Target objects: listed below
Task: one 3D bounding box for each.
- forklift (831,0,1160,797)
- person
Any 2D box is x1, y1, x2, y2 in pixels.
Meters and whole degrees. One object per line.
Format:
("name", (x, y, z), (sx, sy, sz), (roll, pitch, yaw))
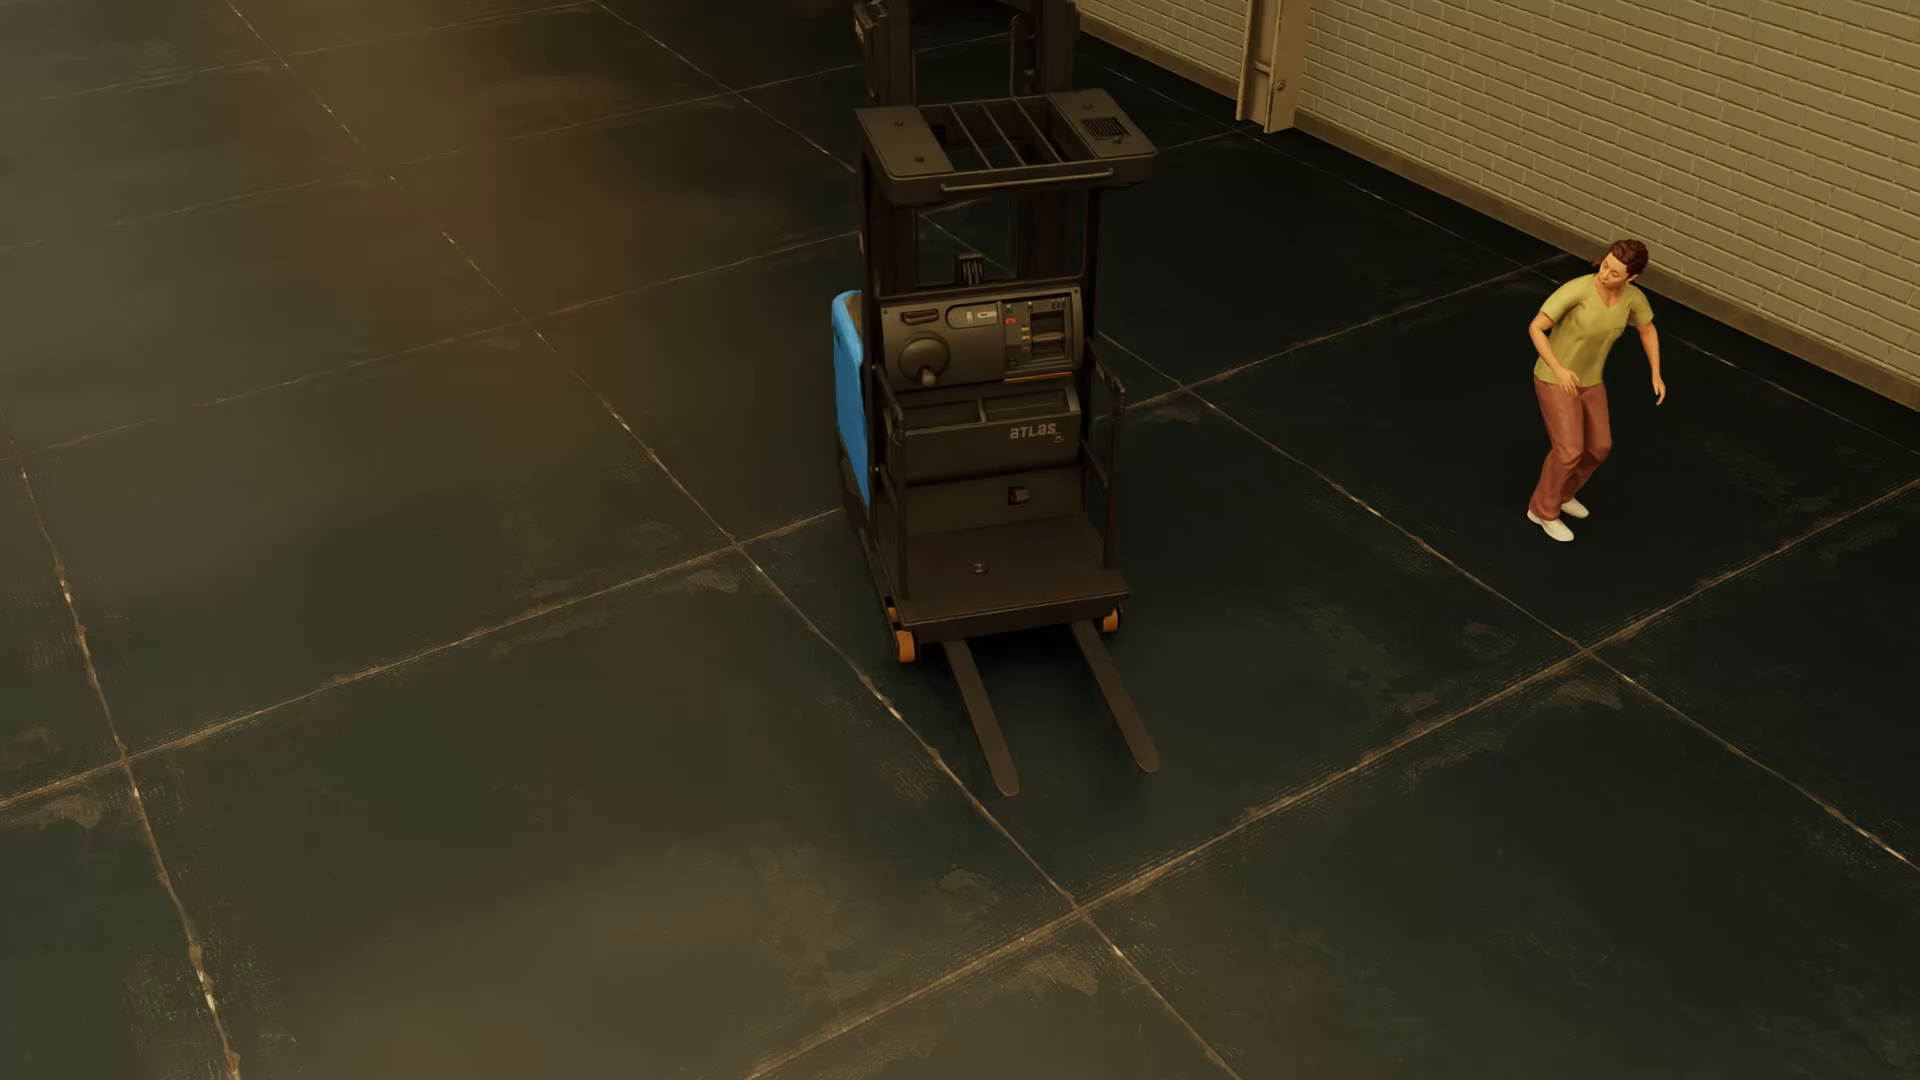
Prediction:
("forklift", (0.157, -0.857, 7.367), (1.130, 2.935, 3.031), (-8, 36, -11))
("person", (3.186, -0.772, 8.416), (0.687, 1.618, 0.477), (-11, 37, -15))
